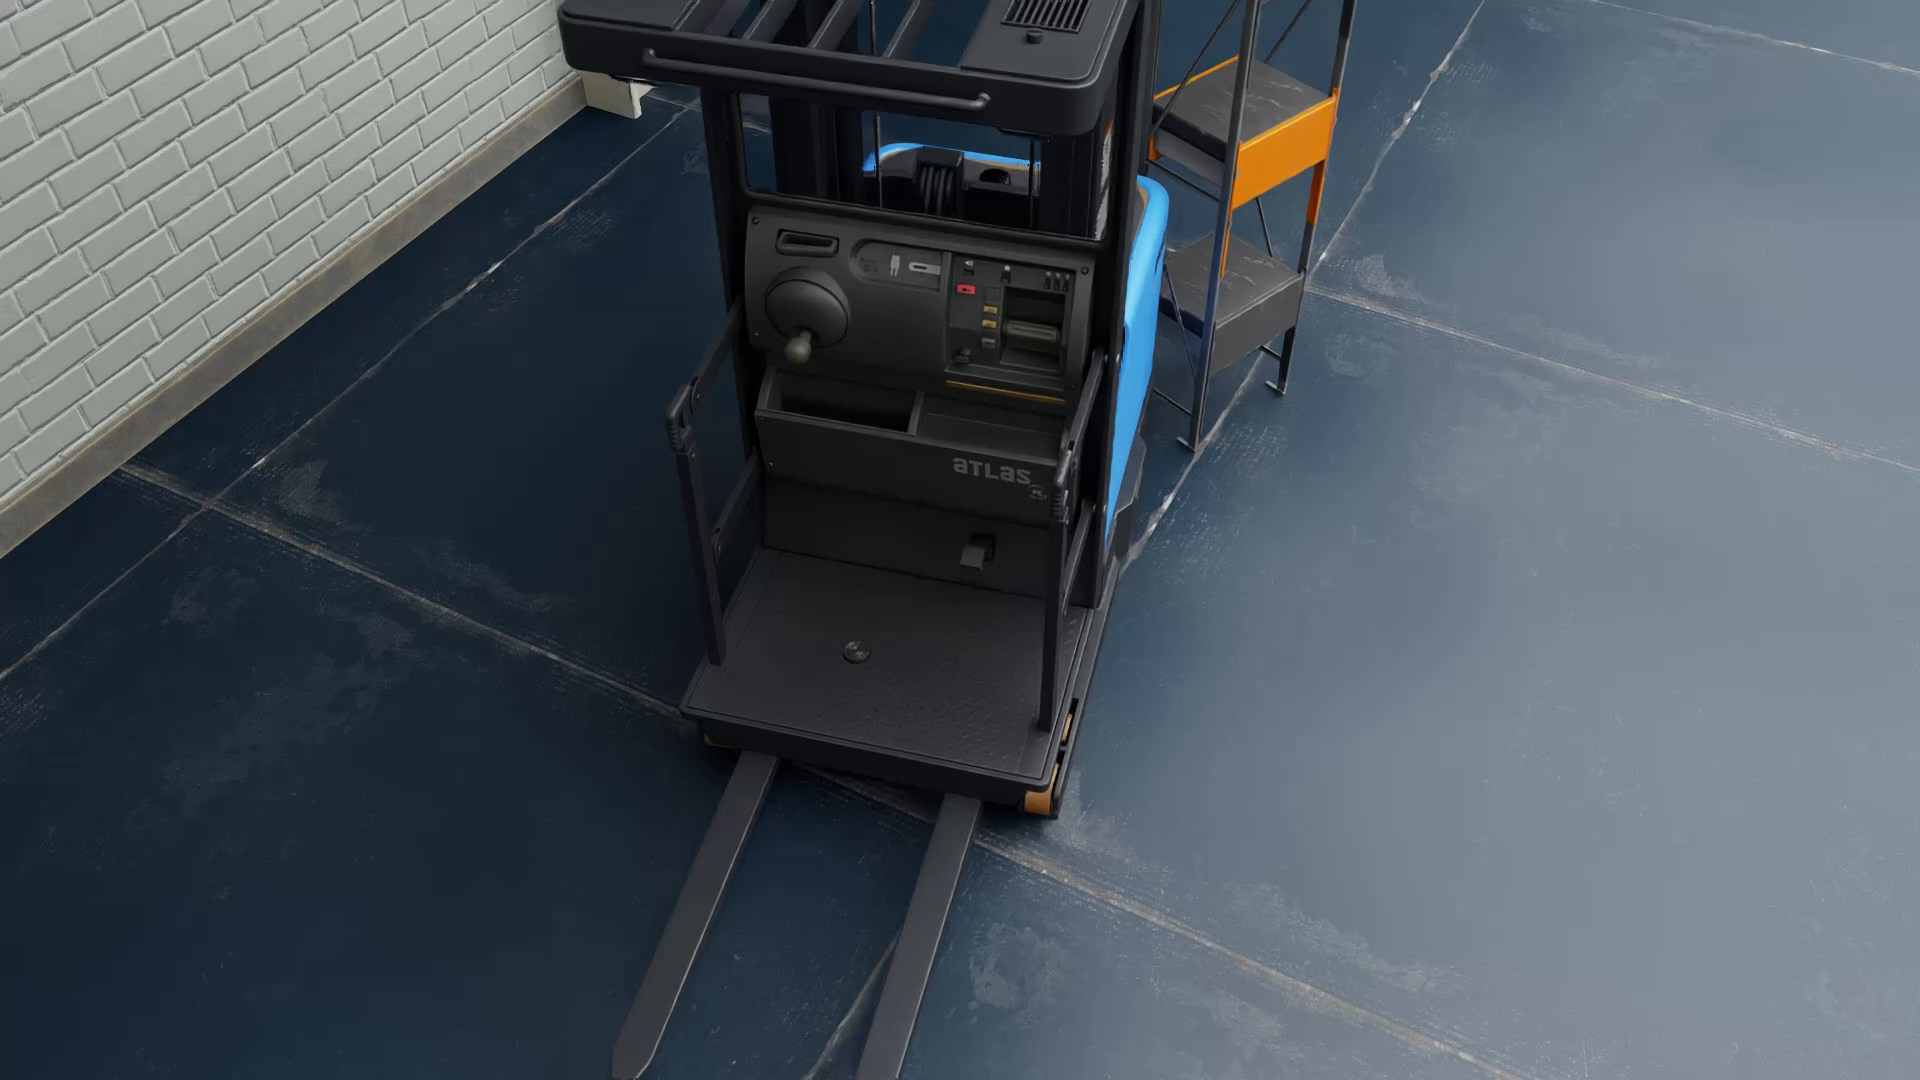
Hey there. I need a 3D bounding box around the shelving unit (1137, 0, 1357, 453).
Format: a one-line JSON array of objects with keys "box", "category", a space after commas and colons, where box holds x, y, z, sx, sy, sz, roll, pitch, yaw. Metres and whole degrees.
[{"box": [0.911, -1.280, 5.539, 0.503, 2.100, 0.431, -32, 53, -28], "category": "shelving unit"}]

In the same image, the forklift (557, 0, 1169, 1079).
[{"box": [-0.167, -0.523, 4.206, 1.130, 2.935, 3.031, 10, 46, 10], "category": "forklift"}]

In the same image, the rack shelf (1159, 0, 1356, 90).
[{"box": [0.912, -1.763, 5.051, 0.480, 0.518, 0.431, -32, 53, -28], "category": "rack shelf"}]

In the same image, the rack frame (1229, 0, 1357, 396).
[{"box": [1.095, -1.394, 5.652, 0.015, 2.100, 0.400, -32, 53, -28], "category": "rack frame"}]

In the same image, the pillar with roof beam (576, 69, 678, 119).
[{"box": [2.271, -3.858, 3.236, 9.100, 9.000, 0.400, 20, 49, 19], "category": "pillar with roof beam"}]

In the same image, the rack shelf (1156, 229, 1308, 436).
[{"box": [0.911, -0.778, 6.046, 0.480, 0.518, 0.431, -32, 53, -28], "category": "rack shelf"}]

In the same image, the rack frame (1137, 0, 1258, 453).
[{"box": [0.728, -1.166, 5.426, 0.015, 2.100, 0.400, -32, 53, -28], "category": "rack frame"}]

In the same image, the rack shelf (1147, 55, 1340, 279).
[{"box": [0.911, -1.270, 5.549, 0.480, 0.518, 0.431, -32, 53, -28], "category": "rack shelf"}]
